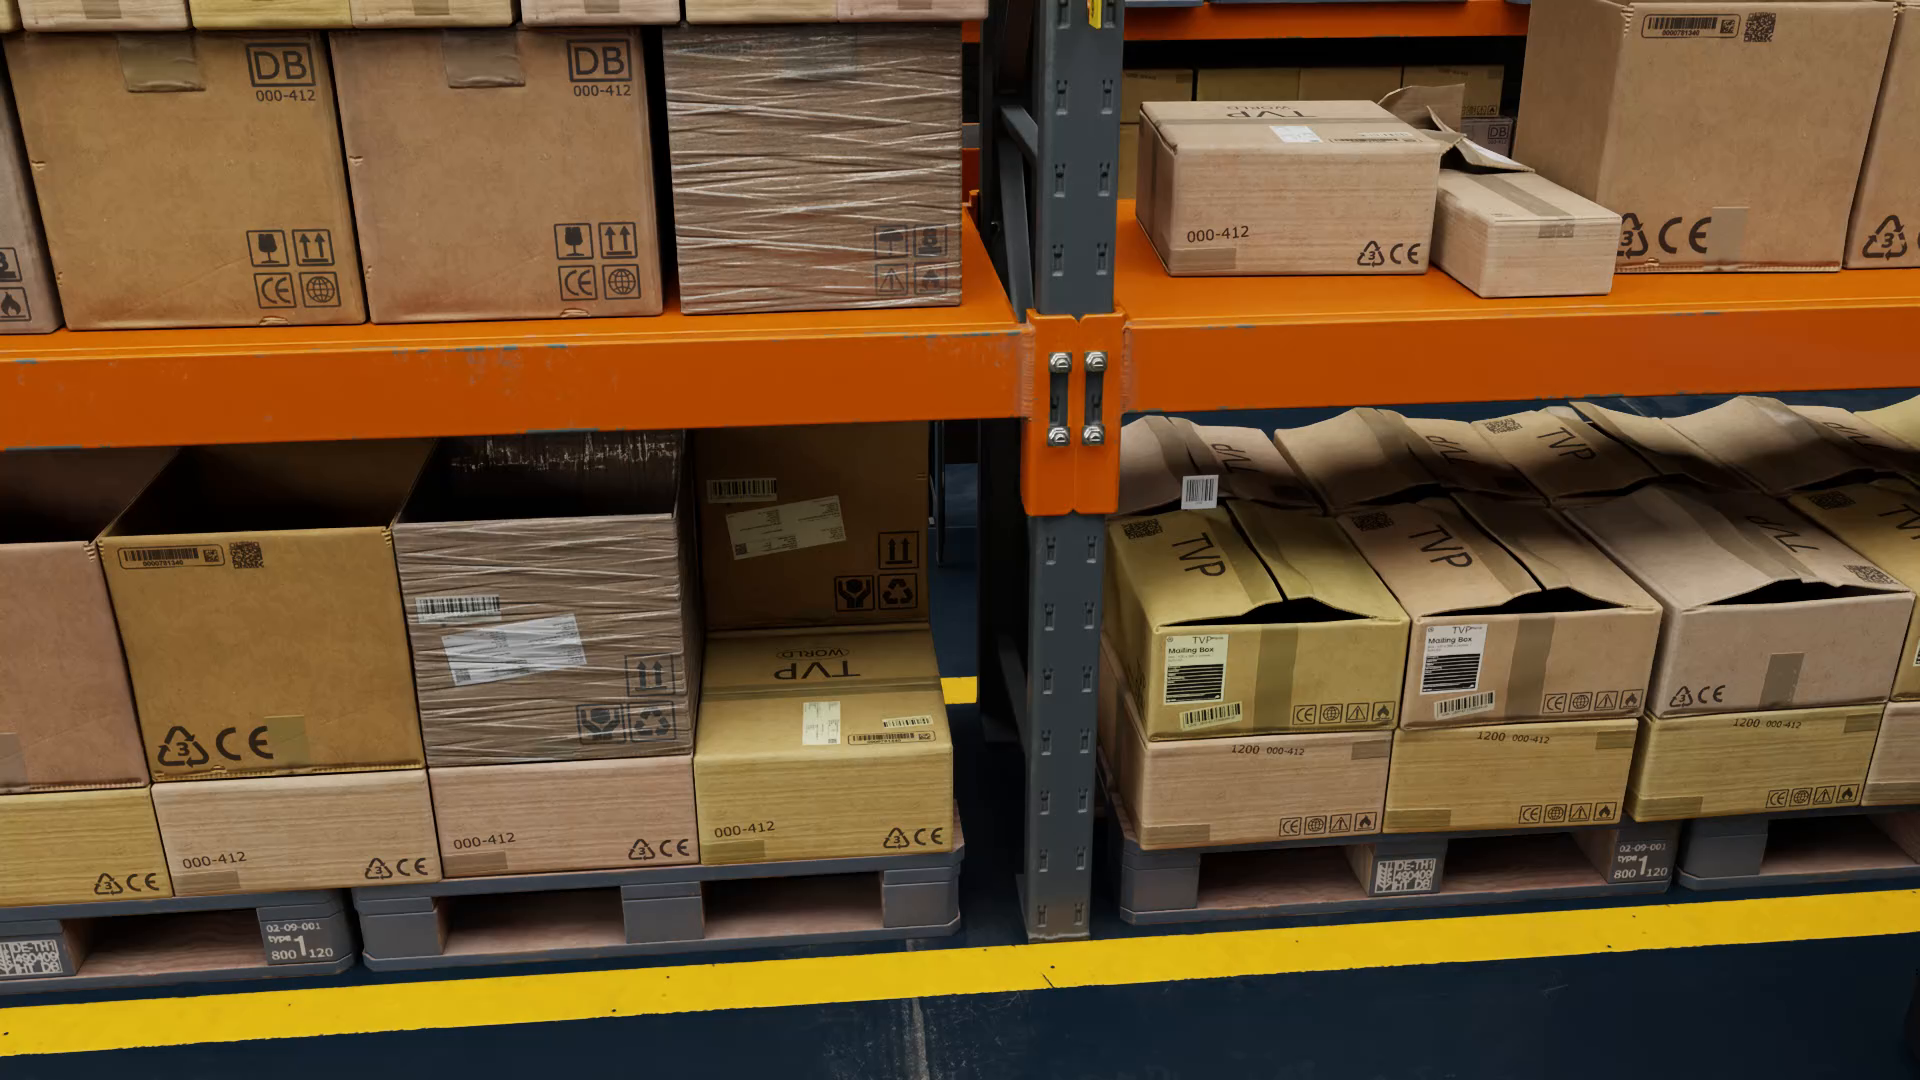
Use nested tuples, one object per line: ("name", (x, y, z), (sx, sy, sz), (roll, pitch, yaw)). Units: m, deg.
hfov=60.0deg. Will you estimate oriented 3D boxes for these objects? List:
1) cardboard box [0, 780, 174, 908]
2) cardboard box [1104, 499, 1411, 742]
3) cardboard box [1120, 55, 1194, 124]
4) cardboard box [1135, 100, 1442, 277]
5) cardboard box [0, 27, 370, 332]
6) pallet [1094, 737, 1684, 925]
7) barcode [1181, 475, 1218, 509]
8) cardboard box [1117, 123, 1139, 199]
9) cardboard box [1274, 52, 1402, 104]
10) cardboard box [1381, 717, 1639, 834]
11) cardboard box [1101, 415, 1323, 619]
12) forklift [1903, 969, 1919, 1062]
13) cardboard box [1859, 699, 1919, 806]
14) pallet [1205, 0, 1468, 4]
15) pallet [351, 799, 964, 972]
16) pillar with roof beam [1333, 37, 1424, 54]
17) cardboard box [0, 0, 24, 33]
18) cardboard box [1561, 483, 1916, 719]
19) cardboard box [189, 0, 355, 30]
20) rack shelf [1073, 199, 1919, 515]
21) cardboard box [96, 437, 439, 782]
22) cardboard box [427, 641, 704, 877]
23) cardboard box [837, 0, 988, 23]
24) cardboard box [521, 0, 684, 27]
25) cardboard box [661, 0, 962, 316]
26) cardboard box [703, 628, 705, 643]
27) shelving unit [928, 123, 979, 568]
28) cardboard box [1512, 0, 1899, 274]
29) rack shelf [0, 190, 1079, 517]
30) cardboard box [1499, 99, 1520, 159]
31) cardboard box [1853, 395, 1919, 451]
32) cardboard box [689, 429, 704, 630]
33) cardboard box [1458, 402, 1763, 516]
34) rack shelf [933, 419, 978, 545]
("cardboard box", (-1.778, 0.483, 3.338), (0.500, 0.250, 0.500), (-2, 24, -5))
("cardboard box", (0.590, 0.142, 3.414), (0.500, 0.311, 0.500), (-2, 24, -5))
("cardboard box", (0.832, -2.209, 8.139), (0.500, 0.250, 0.500), (-3, 24, -6))
("cardboard box", (0.640, -0.719, 3.359), (0.500, 0.250, 0.500), (-1, 24, -2))
("cardboard box", (-1.311, -0.733, 3.084), (0.500, 0.500, 0.700), (-2, 24, -4))
("pallet", (0.883, 0.479, 3.913), (1.213, 0.211, 1.003), (-2, 24, -5))
("barcode", (0.449, -0.090, 3.112), (0.075, 0.075, 0.001), (-2, 24, -5))
("cardboard box", (0.903, -1.888, 8.341), (0.500, 0.500, 0.700), (-3, 24, -6))
("cardboard box", (1.848, -2.244, 8.217), (0.500, 0.250, 0.500), (-2, 24, -5))
("cardboard box", (1.088, 0.379, 3.573), (0.500, 0.250, 0.500), (-2, 24, -4))
("cardboard box", (0.529, -0.074, 3.901), (0.500, 0.311, 0.500), (-2, 24, -5))
("forklift", (3.200, -0.147, 1.971), (3.031, 2.935, 1.130), (2, 24, 4))
("cardboard box", (2.110, 0.337, 3.667), (0.500, 0.250, 0.500), (-2, 24, -4))
("pallet", (1.678, -2.729, 7.932), (1.213, 0.211, 1.003), (-2, 24, -5))
("pallet", (-0.642, 0.539, 3.778), (1.213, 0.211, 1.003), (-2, 24, -5))
("pillar with roof beam", (2.688, -4.211, 3.645), (0.400, 9.000, 9.100), (-2, 24, -5))
("cardboard box", (-1.623, -0.933, 2.734), (0.250, 0.149, 0.380), (-2, 24, -3))
("cardboard box", (1.603, 0.103, 3.502), (0.500, 0.311, 0.500), (-3, 24, -7))
("cardboard box", (-1.108, -0.955, 2.783), (0.250, 0.149, 0.380), (-2, 24, -5))
("rack shelf", (2.144, -0.501, 3.570), (4.000, 0.370, 1.077), (-2, 24, -5))
("cardboard box", (-1.282, 0.115, 3.242), (0.500, 0.500, 0.500), (-2, 24, -5))
("cardboard box", (-0.785, 0.437, 3.441), (0.500, 0.250, 0.500), (-2, 24, -5))
("cardboard box", (-0.096, -0.995, 2.873), (0.250, 0.149, 0.380), (-2, 24, -5))
("cardboard box", (-0.602, -0.974, 2.827), (0.250, 0.149, 0.380), (-3, 24, -7))
("cardboard box", (-0.287, -0.776, 3.179), (0.500, 0.500, 0.700), (-3, 24, -7))
("cardboard box", (-0.836, 0.228, 3.911), (0.500, 0.250, 0.500), (-2, 24, -5))
("shelving unit", (0.165, -0.966, 4.838), (0.503, 2.100, 0.431), (-2, 24, -5))
("cardboard box", (1.444, -0.841, 3.326), (0.500, 0.500, 0.500), (-1, 24, -1))
("rack shelf", (-1.836, -0.342, 3.211), (4.000, 0.370, 1.077), (-2, 24, -5))
("cardboard box", (2.933, -1.921, 8.414), (0.500, 0.500, 0.700), (-2, 24, -4))
("cardboard box", (2.555, -0.155, 4.084), (0.500, 0.311, 0.500), (-3, 24, -7))
("cardboard box", (-0.835, -0.113, 3.756), (0.500, 0.500, 0.500), (-2, 24, -5))
("cardboard box", (1.543, -0.116, 3.996), (0.500, 0.311, 0.500), (-2, 24, -5))
("rack shelf", (0.165, -0.314, 5.128), (0.480, 0.518, 0.431), (-2, 24, -5))
